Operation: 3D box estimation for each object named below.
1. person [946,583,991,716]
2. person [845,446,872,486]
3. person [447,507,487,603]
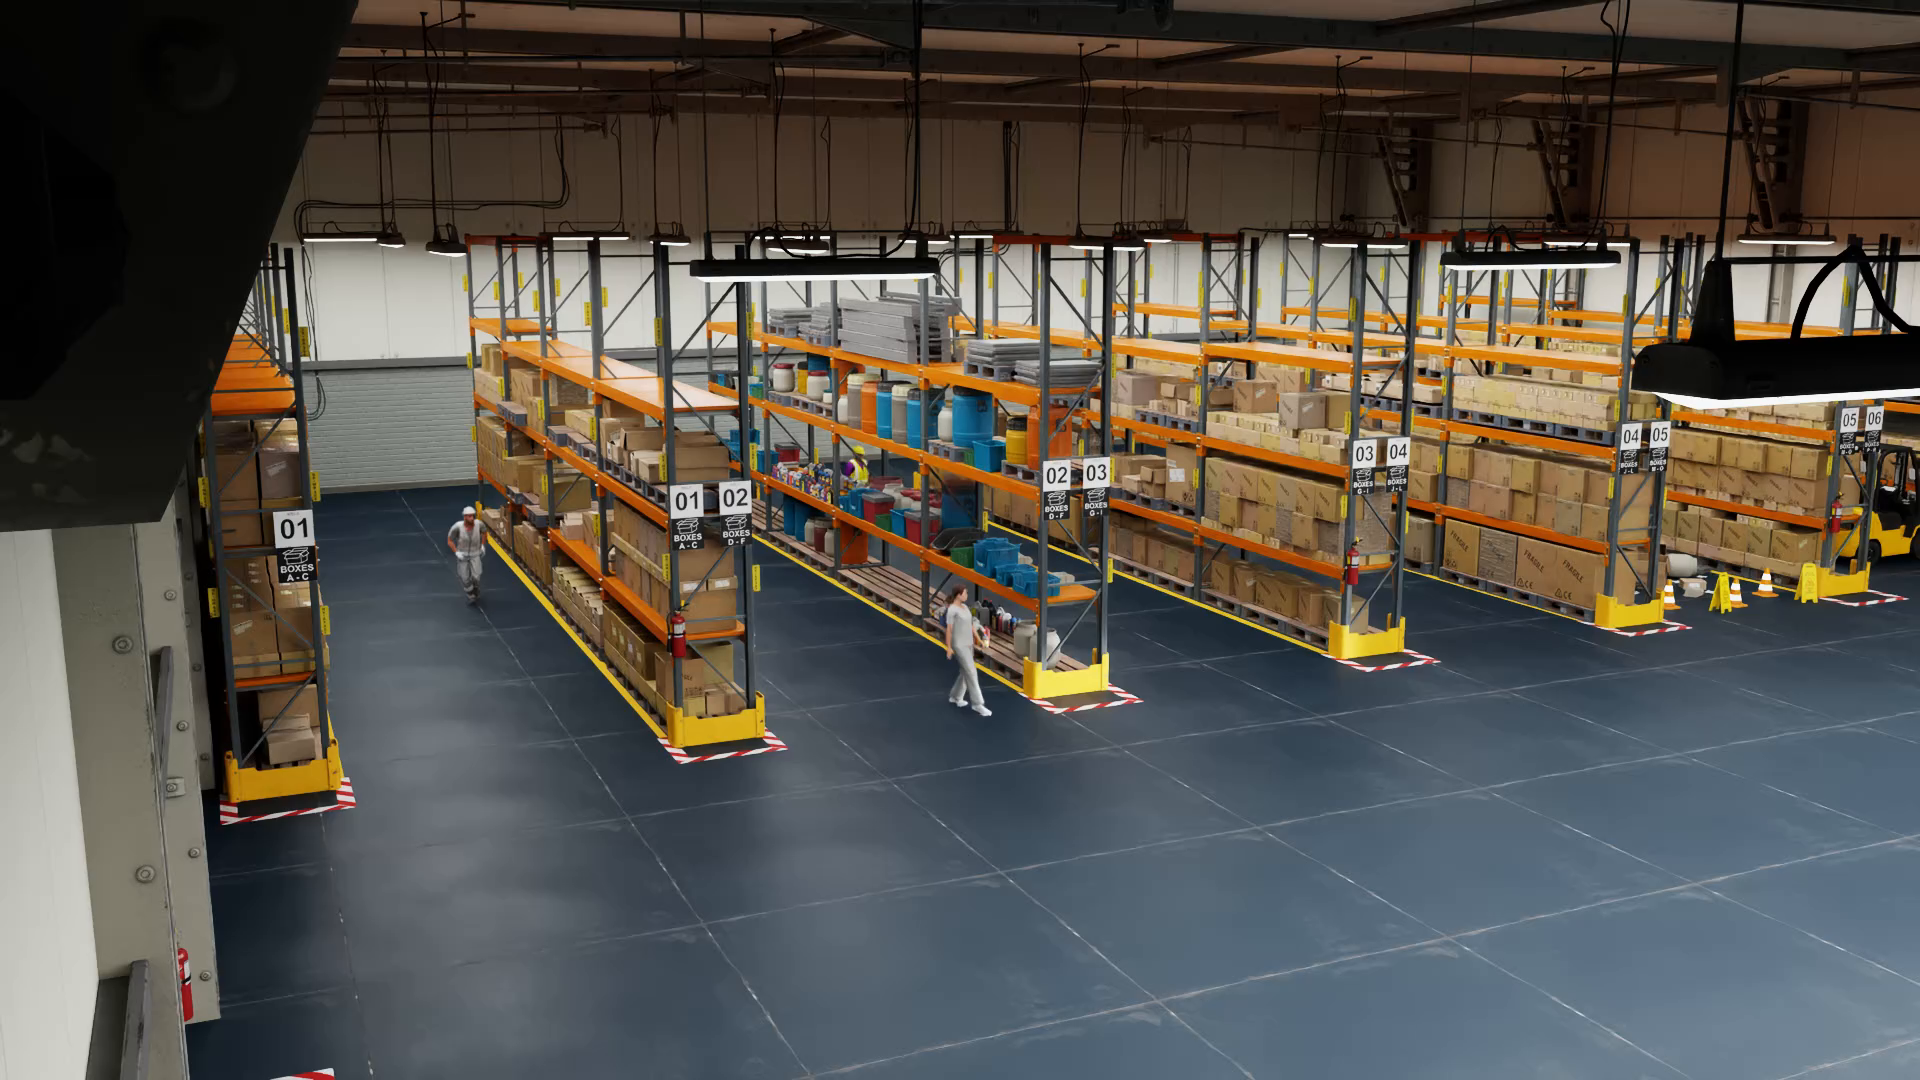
[{"bbox_3d":[0.144,1.398,21.598,0.749,1.654,0.467,6,12,28],"label":"person"},{"bbox_3d":[-1.991,-1.048,33.911,0.935,1.740,0.618,8,14,37],"label":"person"},{"bbox_3d":[-8.124,0.249,27.464,0.638,1.680,0.652,-3,11,-15],"label":"person"}]
